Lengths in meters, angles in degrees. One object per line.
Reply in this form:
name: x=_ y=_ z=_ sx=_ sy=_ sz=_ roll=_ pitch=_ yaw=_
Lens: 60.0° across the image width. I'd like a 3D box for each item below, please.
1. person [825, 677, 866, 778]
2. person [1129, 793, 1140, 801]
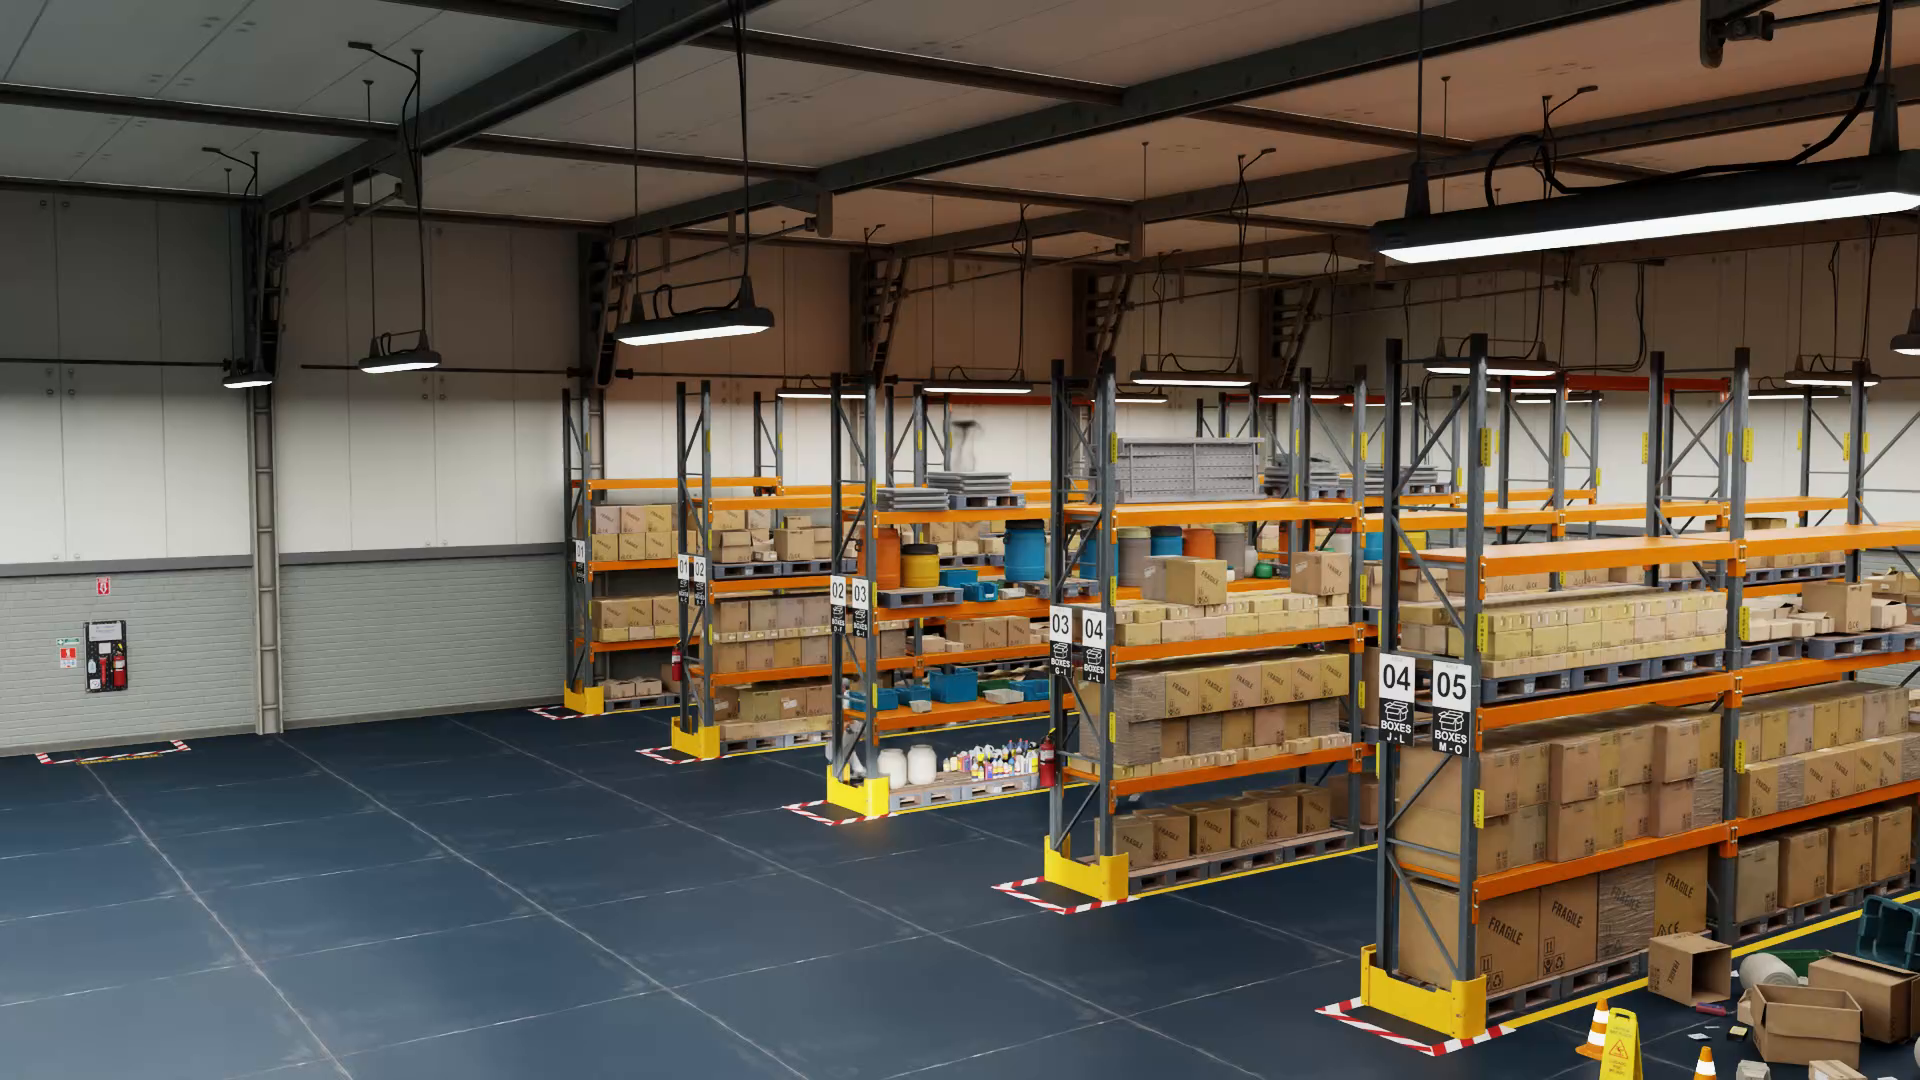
person: x=-1.671 y=2.806 z=24.439 sx=0.686 sy=1.621 sz=0.788 roll=-1 pitch=4 yaw=-13
person: x=2.222 y=2.890 z=22.734 sx=0.599 sy=1.683 sz=0.996 roll=2 pitch=4 yaw=31
